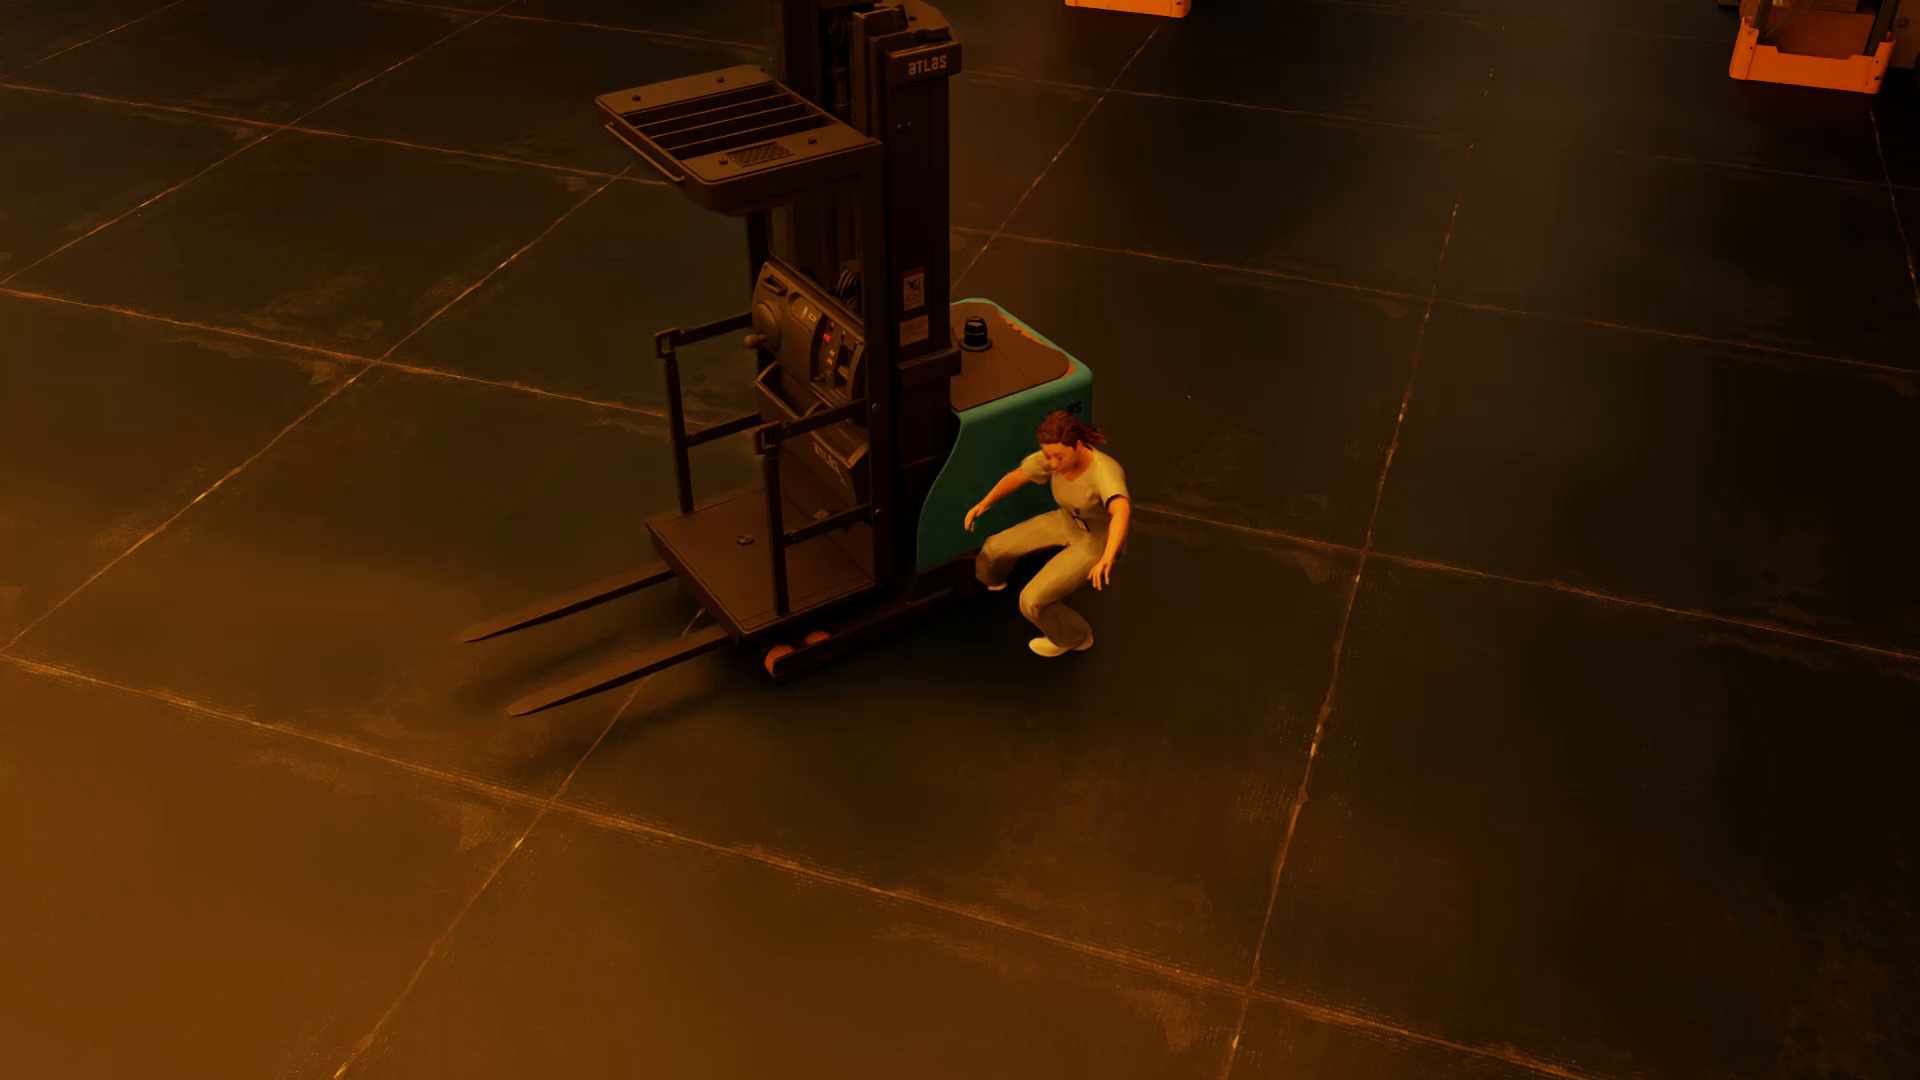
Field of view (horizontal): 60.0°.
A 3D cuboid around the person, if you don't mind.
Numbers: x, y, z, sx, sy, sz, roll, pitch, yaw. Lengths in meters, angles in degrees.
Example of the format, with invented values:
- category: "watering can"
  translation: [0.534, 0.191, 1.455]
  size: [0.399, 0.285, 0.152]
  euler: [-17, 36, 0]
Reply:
- category: "person"
  translation: [0.381, -0.003, 7.413]
  size: [0.719, 1.389, 1.450]
  euler: [-22, 41, -28]

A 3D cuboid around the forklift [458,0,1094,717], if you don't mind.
- category: "forklift"
  translation: [-0.858, -0.894, 7.371]
  size: [3.031, 2.935, 1.130]
  euler: [-21, 40, -27]
